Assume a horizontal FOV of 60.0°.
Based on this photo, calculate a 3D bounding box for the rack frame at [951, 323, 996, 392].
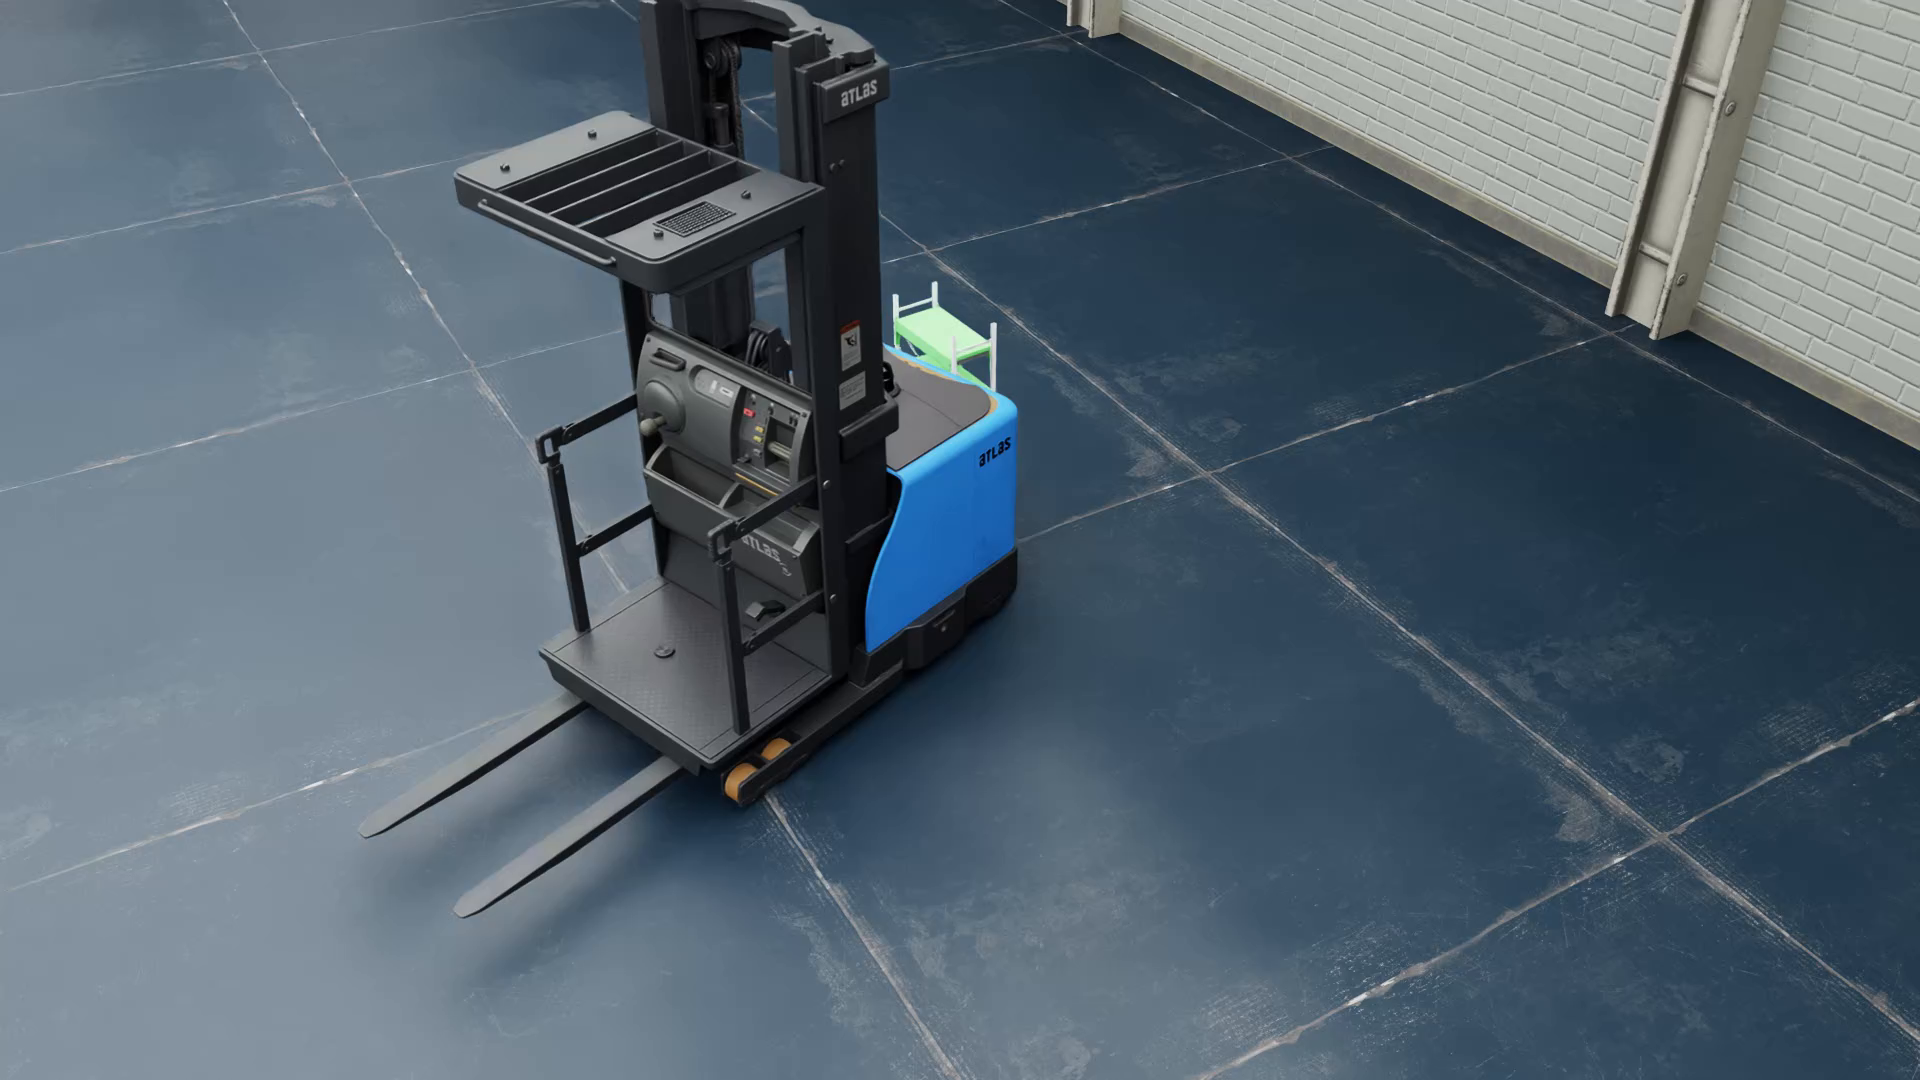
[{"bbox_3d":[0.062,-0.461,7.864,0.240,1.200,0.015,-22,41,-27],"label":"rack frame"}]

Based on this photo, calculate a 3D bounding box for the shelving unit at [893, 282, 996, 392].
[{"bbox_3d":[-0.074,-0.581,8.027,0.258,1.200,0.503,-22,41,-27],"label":"shelving unit"}]

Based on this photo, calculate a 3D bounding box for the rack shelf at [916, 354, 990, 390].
[{"bbox_3d":[-0.074,-0.723,7.924,0.258,0.148,0.480,-22,41,-27],"label":"rack shelf"}]

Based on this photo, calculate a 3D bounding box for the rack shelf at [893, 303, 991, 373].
[{"bbox_3d":[-0.074,-0.917,7.782,0.258,0.148,0.480,-22,41,-27],"label":"rack shelf"}]

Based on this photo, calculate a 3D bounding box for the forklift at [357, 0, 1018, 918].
[{"bbox_3d":[-1.069,-0.445,6.374,1.130,2.935,3.031,27,44,32],"label":"forklift"}]

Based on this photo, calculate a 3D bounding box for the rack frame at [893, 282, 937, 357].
[{"bbox_3d":[-0.211,-0.700,8.191,0.240,1.200,0.015,-22,41,-27],"label":"rack frame"}]

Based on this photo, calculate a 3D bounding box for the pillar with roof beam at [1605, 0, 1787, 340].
[{"bbox_3d":[0.441,-3.689,5.671,9.100,9.000,0.400,-19,40,-24],"label":"pillar with roof beam"}]

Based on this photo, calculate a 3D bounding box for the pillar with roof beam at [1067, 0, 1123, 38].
[{"bbox_3d":[-2.573,-6.749,9.861,9.100,9.000,0.400,-19,40,-24],"label":"pillar with roof beam"}]
